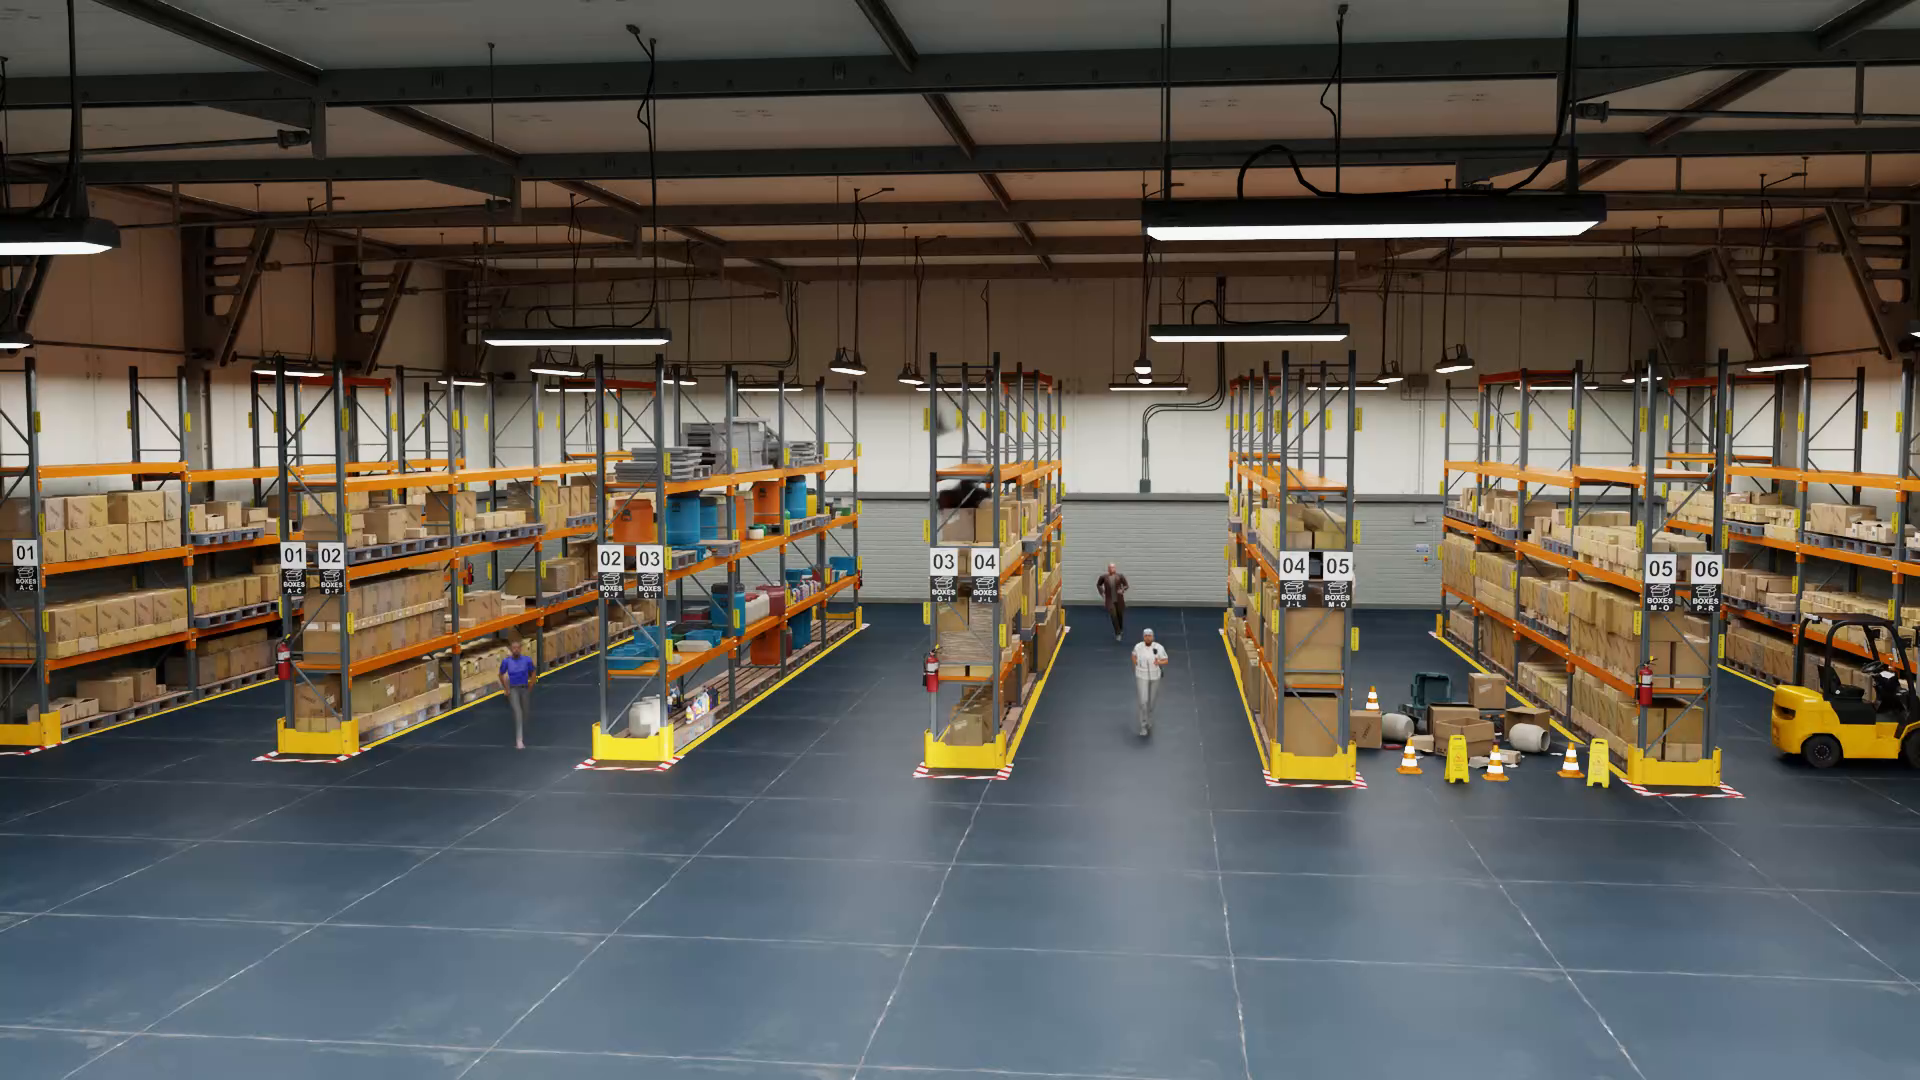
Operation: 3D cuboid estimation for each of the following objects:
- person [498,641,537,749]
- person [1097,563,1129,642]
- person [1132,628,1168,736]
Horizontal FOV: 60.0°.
[{"bbox_3d":[-6.862,2.375,25.789,0.576,1.666,0.730,-2,4,-23],"label":"person"},{"bbox_3d":[3.526,1.414,38.371,0.728,1.777,0.920,0,4,1],"label":"person"},{"bbox_3d":[3.077,2.281,26.931,0.578,1.729,0.784,0,4,2],"label":"person"}]
